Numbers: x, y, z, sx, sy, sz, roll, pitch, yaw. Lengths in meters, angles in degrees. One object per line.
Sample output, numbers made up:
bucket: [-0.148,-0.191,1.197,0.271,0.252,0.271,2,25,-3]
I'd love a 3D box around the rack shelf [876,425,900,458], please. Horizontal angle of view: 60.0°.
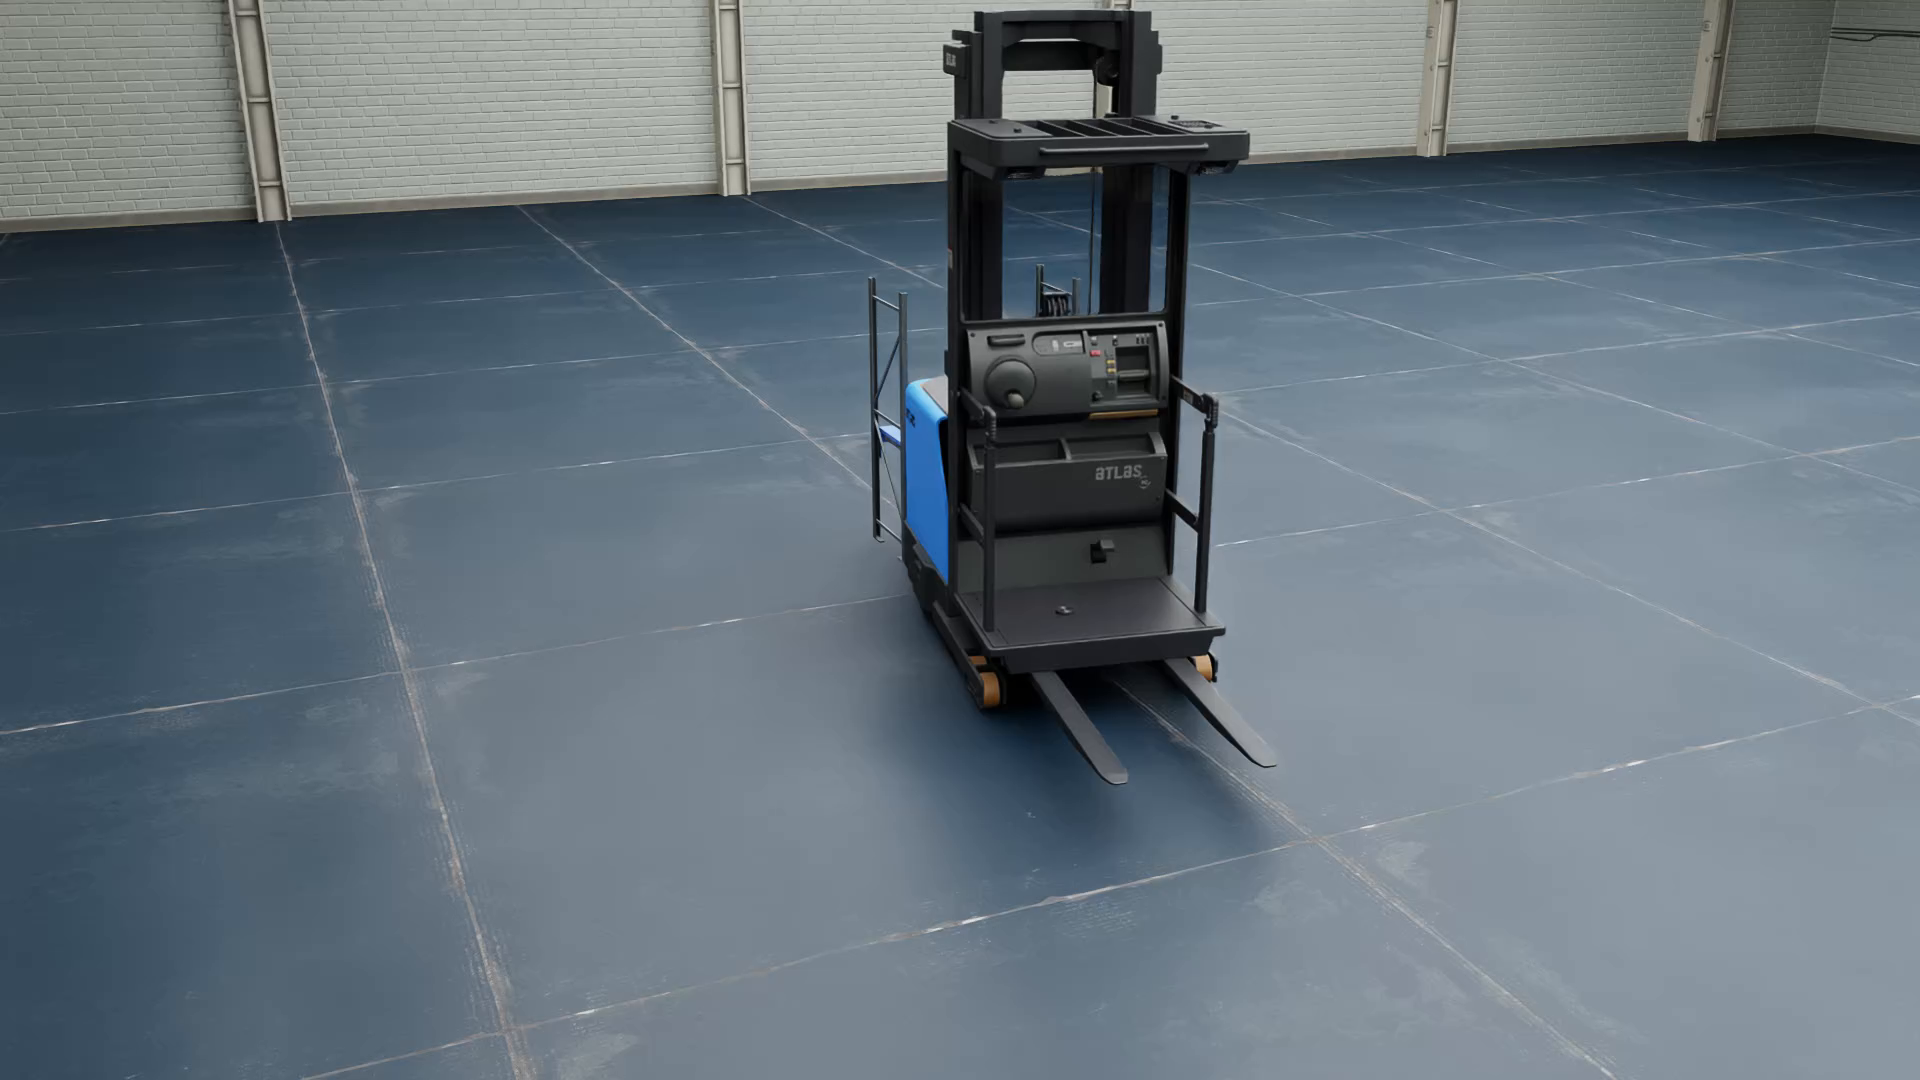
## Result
rack shelf: [0.078,-0.549,9.365,1.000,0.185,0.538,-8,21,-22]

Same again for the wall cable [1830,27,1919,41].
wall cable: [16.597,-9.977,28.983,0.112,2.526,3.097,-8,21,-22]

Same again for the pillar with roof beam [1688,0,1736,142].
pillar with roof beam: [15.073,-10.144,24.783,0.400,9.000,9.100,-8,21,-22]

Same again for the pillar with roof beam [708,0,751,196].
pillar with roof beam: [-1.455,-7.776,18.058,0.400,9.000,9.100,-8,21,-22]

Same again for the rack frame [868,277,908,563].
rack frame: [-0.388,-0.652,9.115,0.032,1.500,0.500,-8,21,-22]

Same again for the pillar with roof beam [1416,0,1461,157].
pillar with roof beam: [9.564,-9.355,22.541,0.400,9.000,9.100,-8,21,-22]

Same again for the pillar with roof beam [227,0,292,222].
pillar with roof beam: [-6.964,-6.987,15.816,0.400,9.000,9.100,-8,21,-22]

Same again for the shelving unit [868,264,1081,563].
shelving unit: [0.078,-0.719,9.305,1.048,1.500,0.538,-8,21,-22]

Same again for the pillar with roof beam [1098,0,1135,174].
pillar with roof beam: [4.055,-8.566,20.300,0.400,9.000,9.100,-8,21,-22]

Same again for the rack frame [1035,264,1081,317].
rack frame: [0.545,-0.786,9.495,0.032,1.500,0.500,-8,21,-22]

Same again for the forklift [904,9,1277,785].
forklift: [0.543,-0.770,7.295,1.130,2.935,3.031,-5,20,-13]
